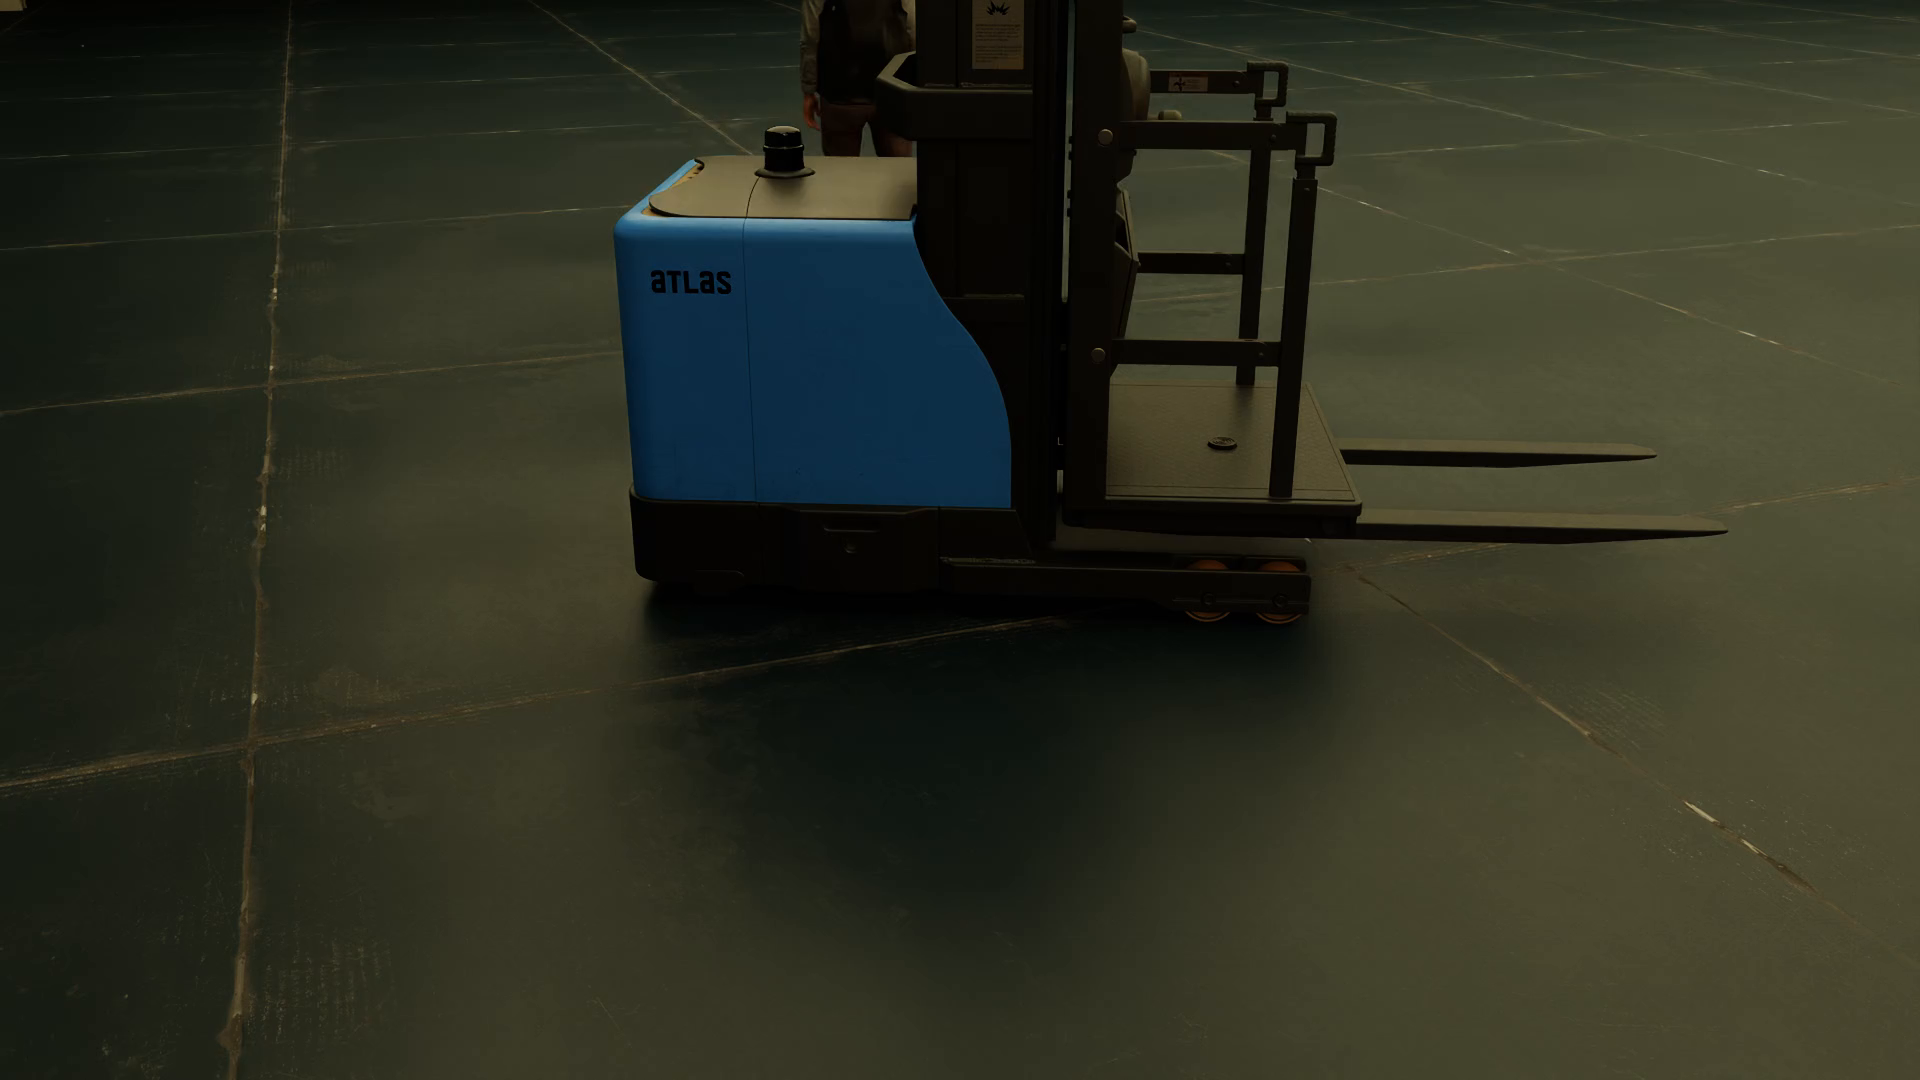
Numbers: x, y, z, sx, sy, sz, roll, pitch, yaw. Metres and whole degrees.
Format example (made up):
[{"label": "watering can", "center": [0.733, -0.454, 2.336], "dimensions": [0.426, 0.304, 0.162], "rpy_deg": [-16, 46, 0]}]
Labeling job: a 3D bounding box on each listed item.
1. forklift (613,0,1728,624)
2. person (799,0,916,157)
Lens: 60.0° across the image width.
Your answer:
[{"label": "forklift", "center": [0.621, -1.336, 4.475], "dimensions": [3.031, 2.935, 1.130], "rpy_deg": [1, 23, 3]}, {"label": "person", "center": [-0.445, -2.044, 7.721], "dimensions": [0.593, 1.720, 0.425], "rpy_deg": [-4, 23, -9]}]
